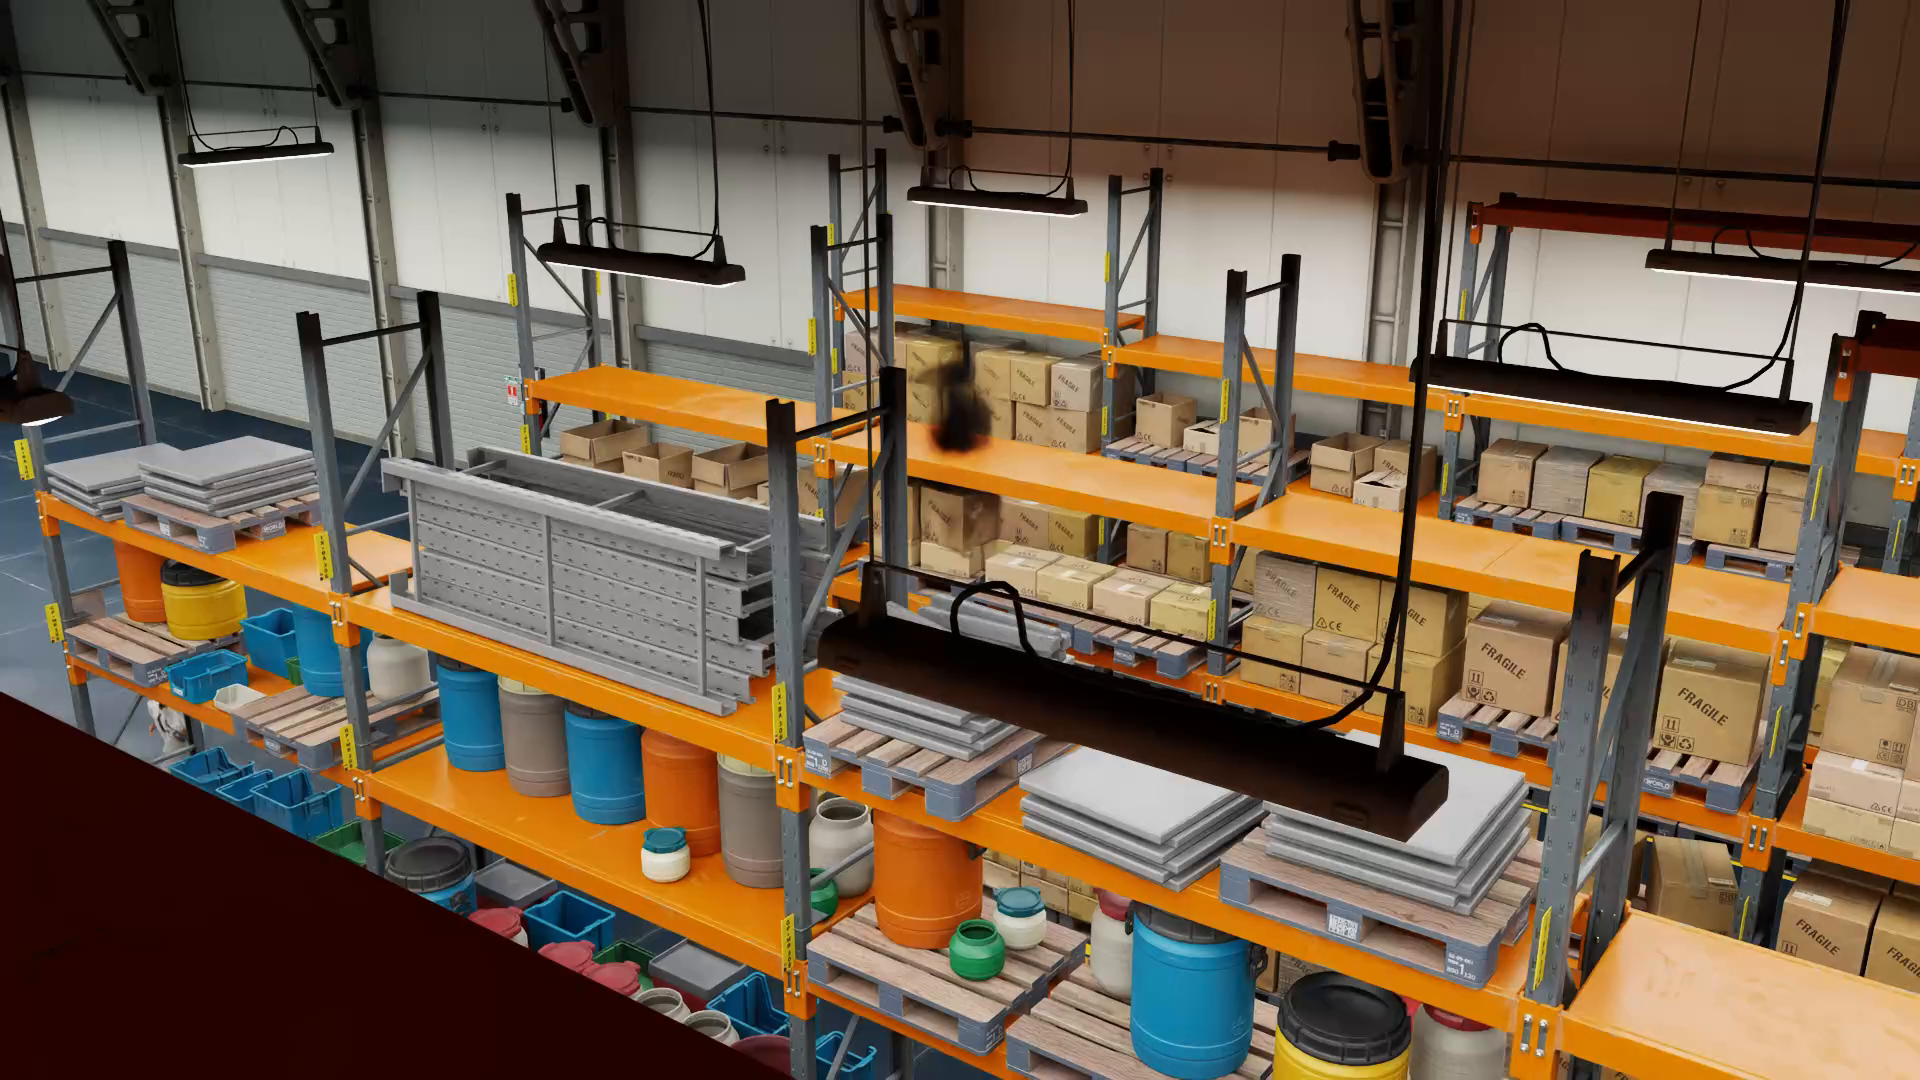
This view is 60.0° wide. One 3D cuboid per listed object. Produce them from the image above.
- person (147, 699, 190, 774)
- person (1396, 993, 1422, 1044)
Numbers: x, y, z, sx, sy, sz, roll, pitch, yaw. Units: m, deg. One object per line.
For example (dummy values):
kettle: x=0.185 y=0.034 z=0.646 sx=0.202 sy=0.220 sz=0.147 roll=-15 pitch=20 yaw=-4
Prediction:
person: x=-7.757 y=1.947 z=16.748 sx=0.790 sy=1.648 sz=0.574 roll=-12 pitch=22 yaw=-31
person: x=3.187 y=3.695 z=11.483 sx=0.677 sy=1.665 sz=0.656 roll=7 pitch=20 yaw=19
